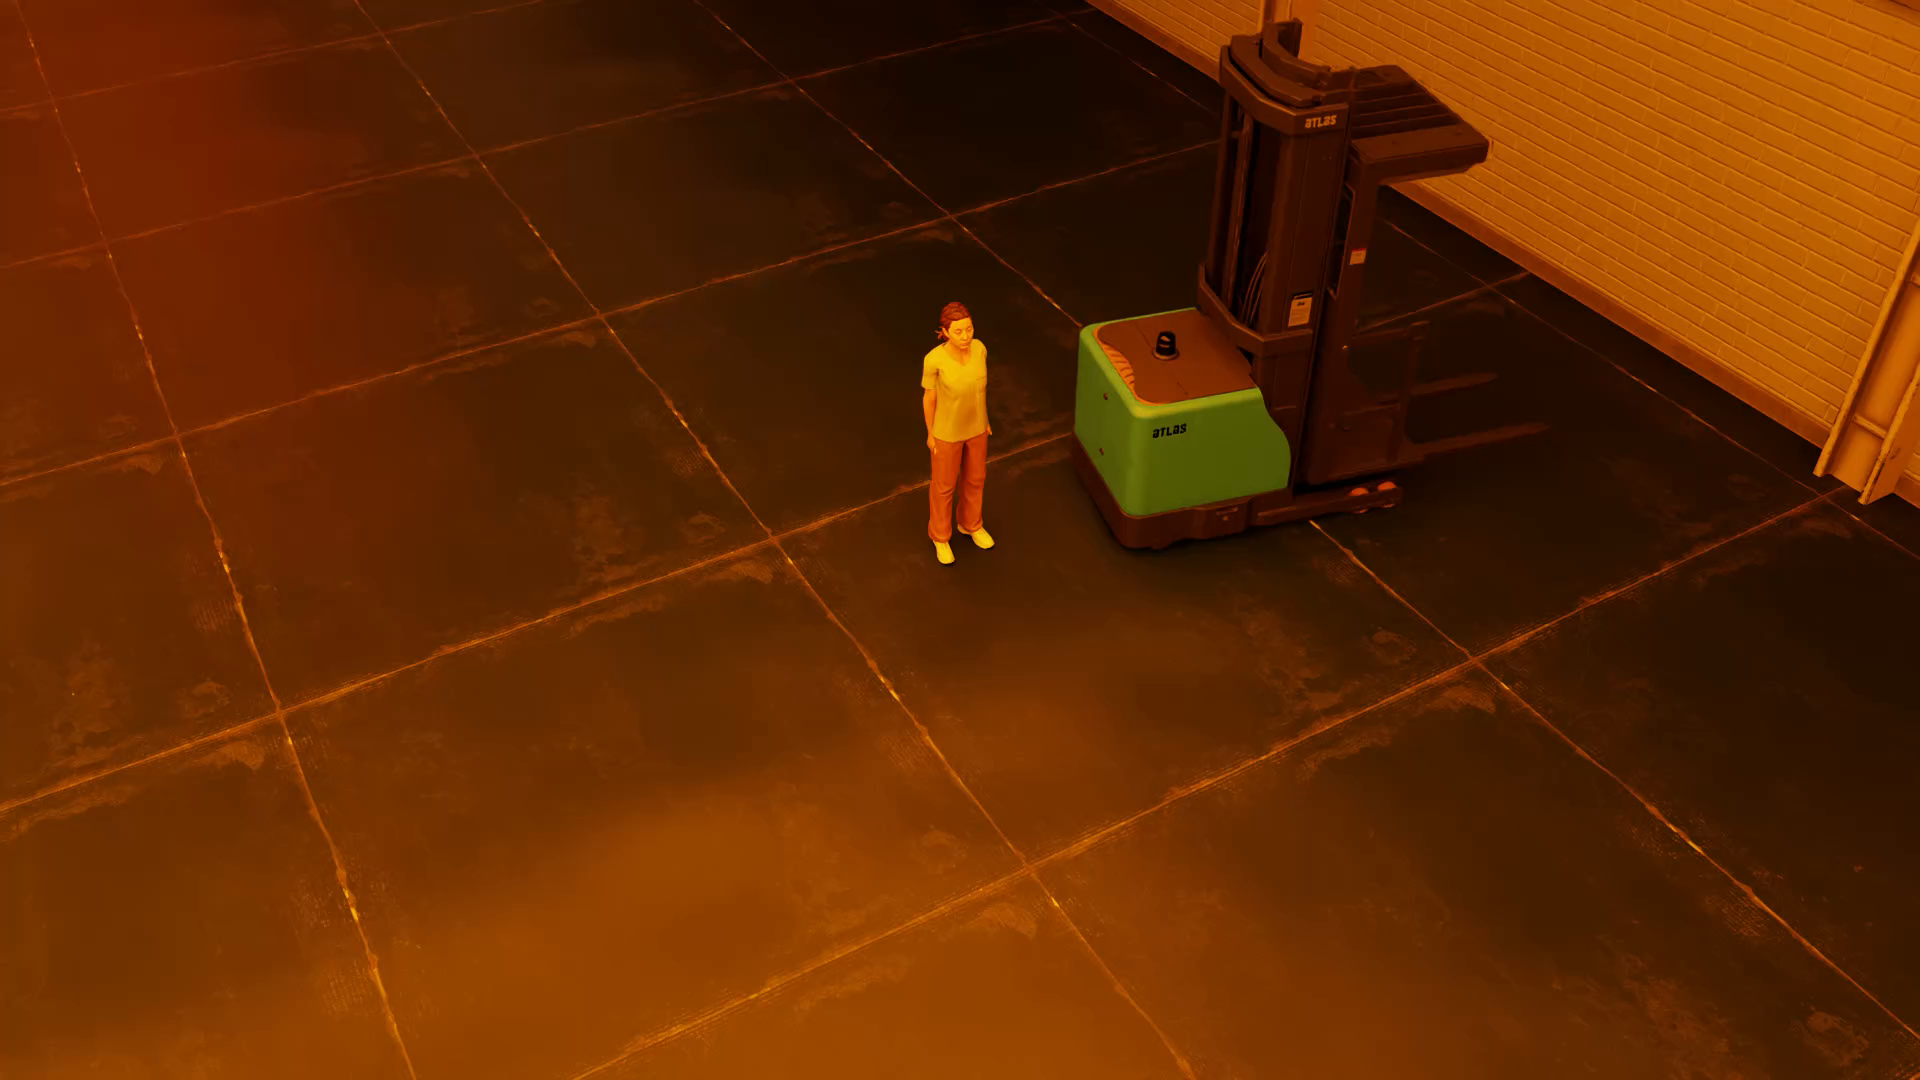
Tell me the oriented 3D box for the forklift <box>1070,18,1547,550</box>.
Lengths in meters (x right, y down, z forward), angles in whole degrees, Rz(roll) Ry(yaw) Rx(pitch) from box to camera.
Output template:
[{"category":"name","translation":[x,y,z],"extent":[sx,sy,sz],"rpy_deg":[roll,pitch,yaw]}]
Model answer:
[{"category":"forklift","translation":[2.296,-1.607,9.974],"extent":[3.031,2.935,1.130],"rpy_deg":[-11,41,-13]}]

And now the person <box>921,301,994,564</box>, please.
[{"category":"person","translation":[-0.001,-0.645,9.802],"extent":[0.427,1.671,0.389],"rpy_deg":[-20,44,-23]}]
